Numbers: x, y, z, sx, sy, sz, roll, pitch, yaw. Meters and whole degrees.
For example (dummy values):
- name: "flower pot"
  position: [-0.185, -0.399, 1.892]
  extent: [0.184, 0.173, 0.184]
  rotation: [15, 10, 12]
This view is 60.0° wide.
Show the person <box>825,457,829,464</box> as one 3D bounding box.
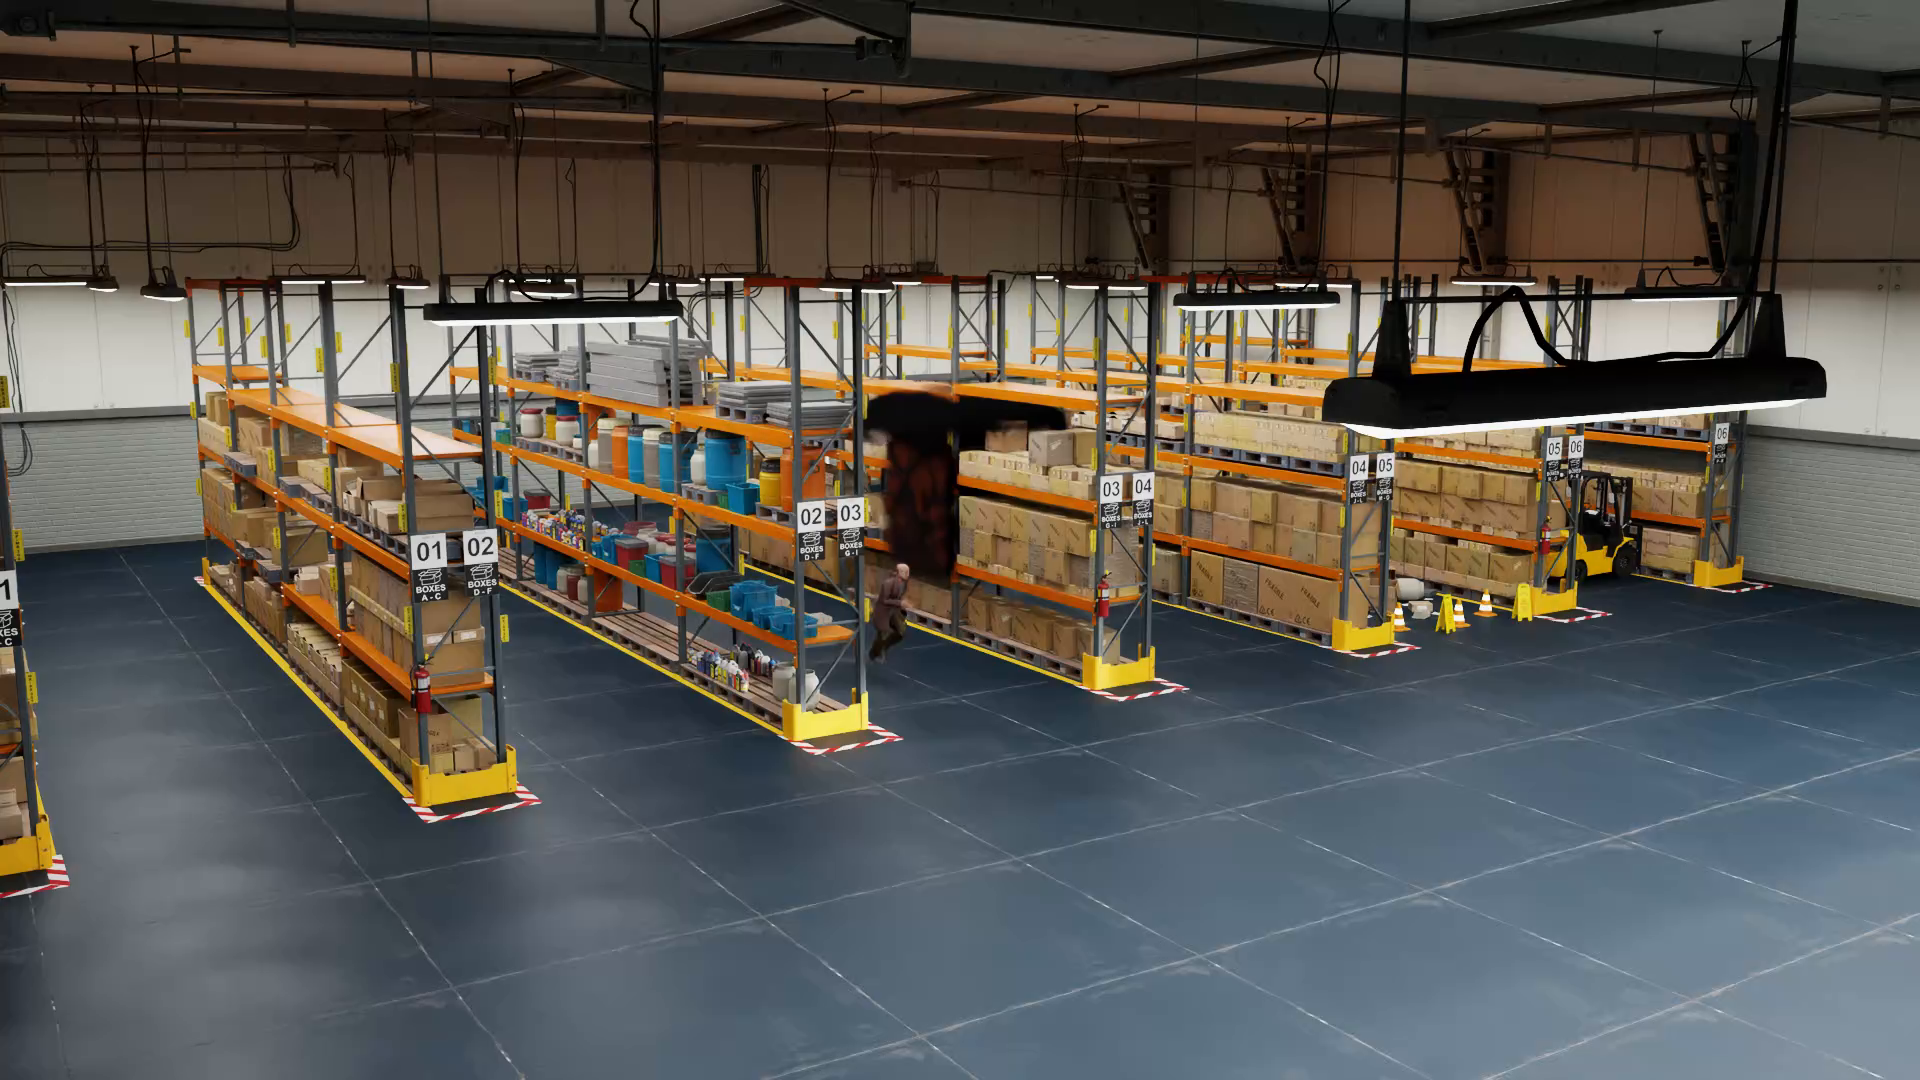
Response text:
- name: "person"
  position: [-3.716, -1.694, 42.823]
  extent: [0.716, 1.801, 0.714]
  rotation: [0, 10, -3]

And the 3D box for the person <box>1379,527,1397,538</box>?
- name: "person"
  position: [9.340, -0.480, 35.740]
  extent: [0.701, 1.712, 0.772]
  rotation: [-8, 12, -40]

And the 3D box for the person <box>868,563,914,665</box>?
- name: "person"
  position: [-1.024, 1.125, 25.464]
  extent: [0.963, 1.623, 0.721]
  rotation: [8, 12, 38]

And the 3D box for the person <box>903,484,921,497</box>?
- name: "person"
  position: [-1.253, -1.906, 43.964]
  extent: [0.690, 1.821, 0.785]
  rotation: [9, 13, 42]
